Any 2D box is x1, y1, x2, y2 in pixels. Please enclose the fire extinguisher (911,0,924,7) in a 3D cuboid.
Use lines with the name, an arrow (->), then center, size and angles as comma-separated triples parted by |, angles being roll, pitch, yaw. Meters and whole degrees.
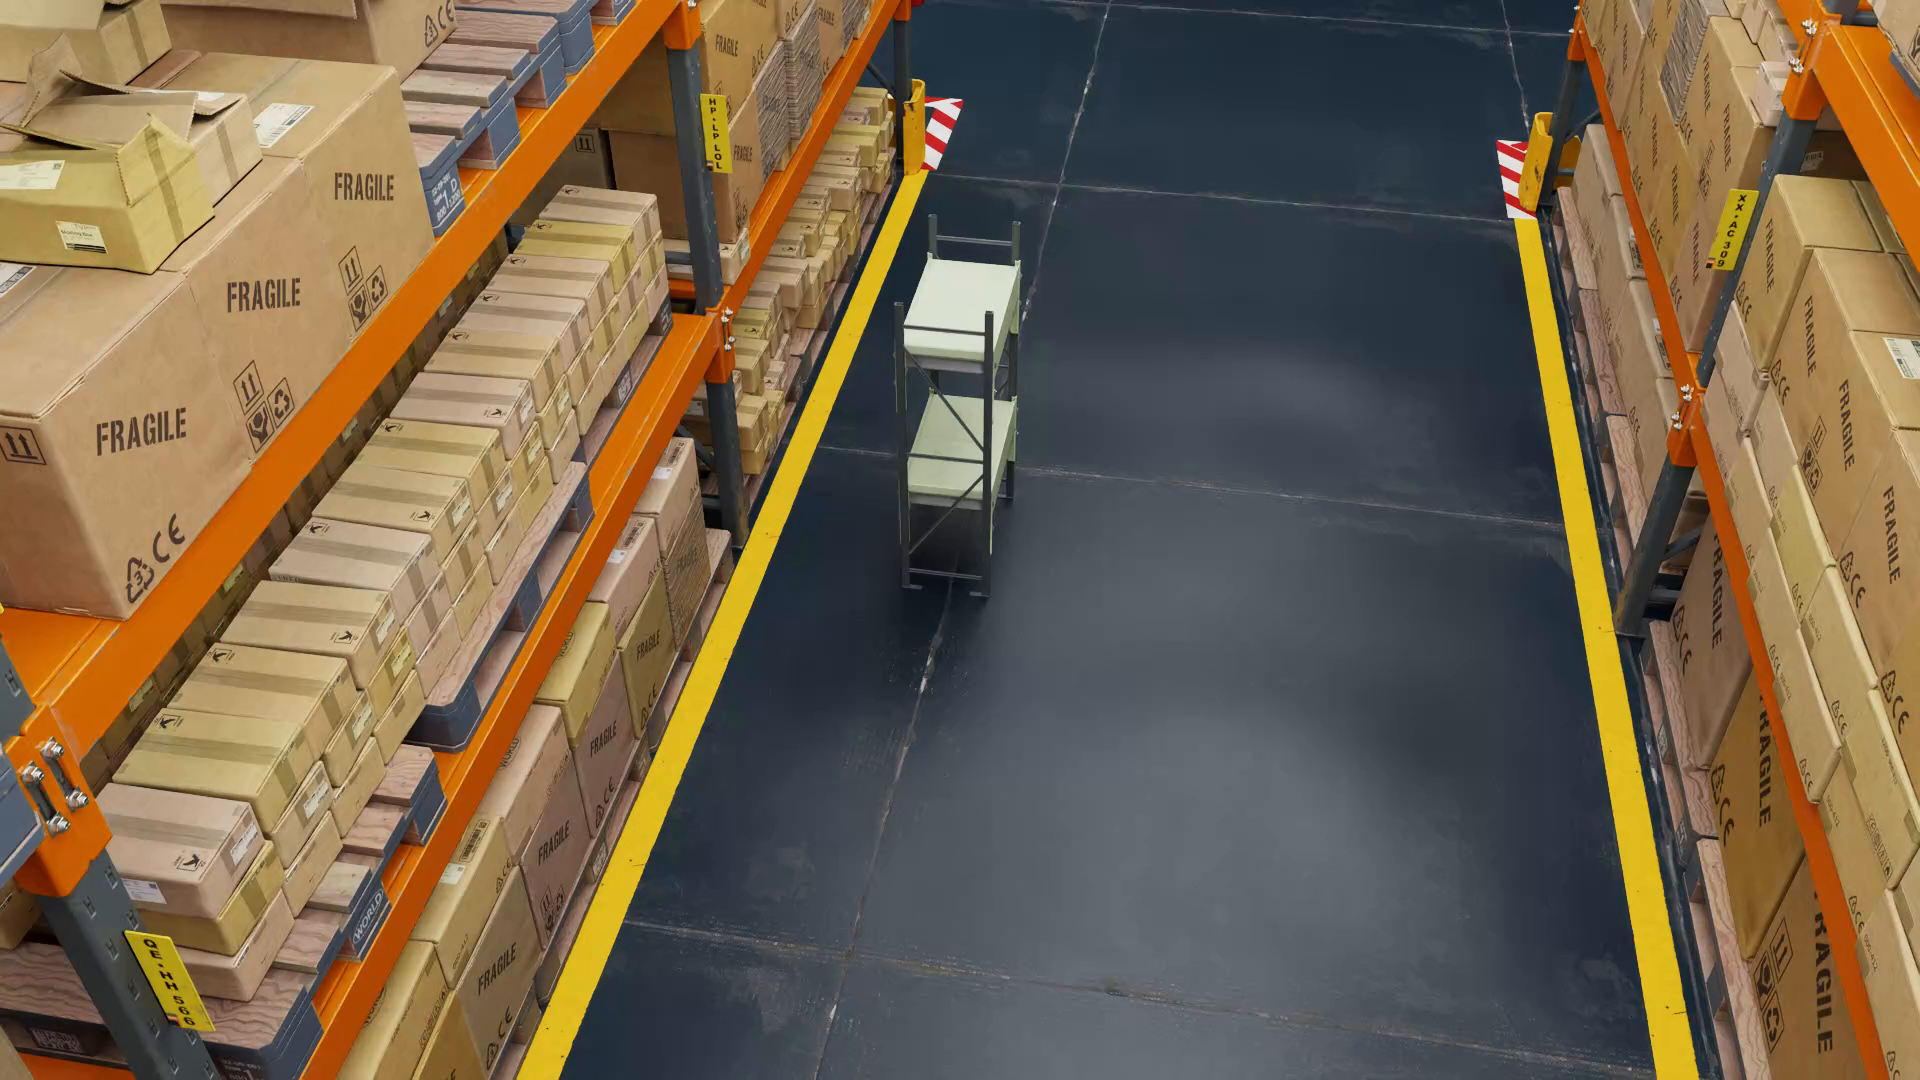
fire extinguisher -> -0.310, -3.644, 10.253 | 0.296, 0.674, 0.183 | 6, 40, 8

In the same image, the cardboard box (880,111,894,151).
cardboard box -> -0.618, -2.525, 10.221 | 0.380, 0.149, 0.250 | 5, 40, 6

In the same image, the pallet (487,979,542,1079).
pallet -> -2.055, 1.895, 5.389 | 1.003, 0.211, 1.213 | 6, 40, 8

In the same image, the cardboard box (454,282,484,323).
cardboard box -> -2.063, -0.894, 6.441 | 0.380, 0.149, 0.250 | 7, 40, 8

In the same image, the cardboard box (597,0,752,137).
cardboard box -> -1.182, -1.995, 6.809 | 0.500, 0.500, 0.500 | 7, 40, 9

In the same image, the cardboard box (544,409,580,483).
cardboard box -> -1.549, -0.342, 5.774 | 0.380, 0.149, 0.250 | 5, 40, 6

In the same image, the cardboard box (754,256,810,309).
cardboard box -> -0.988, -1.333, 8.546 | 0.380, 0.149, 0.250 | 7, 40, 9

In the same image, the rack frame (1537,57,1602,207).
rack frame -> 4.085, -3.228, 9.397 | 1.000, 3.000, 0.127 | 6, 40, 8

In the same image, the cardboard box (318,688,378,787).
cardboard box -> -1.823, 0.511, 4.508 | 0.380, 0.149, 0.250 | 5, 40, 6

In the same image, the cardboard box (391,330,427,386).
cardboard box -> -2.153, -0.695, 5.967 | 0.380, 0.149, 0.250 | 5, 40, 6

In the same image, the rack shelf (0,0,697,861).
rack shelf -> -1.846, -0.823, 4.699 | 1.077, 0.370, 4.000 | 6, 40, 8

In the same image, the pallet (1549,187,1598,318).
pallet -> 4.024, -1.643, 9.668 | 1.003, 0.211, 1.213 | 6, 40, 8

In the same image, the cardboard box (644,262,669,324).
cardboard box -> -1.374, -0.994, 6.562 | 0.380, 0.149, 0.250 | 6, 40, 7

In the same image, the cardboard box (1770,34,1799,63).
cardboard box -> 3.285, -1.773, 6.265 | 0.380, 0.149, 0.250 | 7, 40, 9

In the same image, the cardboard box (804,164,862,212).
cardboard box -> -0.768, -1.984, 9.334 | 0.380, 0.149, 0.250 | 8, 40, 9

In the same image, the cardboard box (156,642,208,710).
cardboard box -> -2.424, 0.412, 4.862 | 0.380, 0.149, 0.250 | 6, 40, 7

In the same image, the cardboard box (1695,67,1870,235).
cardboard box -> 3.203, -1.468, 6.405 | 0.500, 0.500, 0.500 | 6, 40, 7

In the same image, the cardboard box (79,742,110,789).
cardboard box -> -2.510, 0.603, 4.398 | 0.380, 0.149, 0.250 | 8, 40, 9

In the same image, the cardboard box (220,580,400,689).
cardboard box -> -1.784, 0.259, 4.580 | 0.380, 0.149, 0.250 | 5, 40, 6

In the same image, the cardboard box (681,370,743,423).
cardboard box -> -1.236, -0.686, 7.763 | 0.380, 0.149, 0.250 | 8, 40, 9

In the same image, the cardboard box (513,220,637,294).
cardboard box -> -1.423, -1.052, 6.166 | 0.380, 0.149, 0.250 | 5, 40, 6

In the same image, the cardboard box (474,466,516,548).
cardboard box -> -1.646, -0.128, 5.282 | 0.380, 0.149, 0.250 | 8, 40, 9

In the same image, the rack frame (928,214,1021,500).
rack frame -> 0.062, -0.804, 7.642 | 0.400, 1.500, 0.023 | 6, 40, 8

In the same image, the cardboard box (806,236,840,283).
cardboard box -> -0.866, -1.538, 9.027 | 0.380, 0.149, 0.250 | 7, 40, 8

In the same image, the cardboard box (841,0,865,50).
cardboard box -> -0.804, -2.911, 8.702 | 0.500, 0.500, 0.500 | 7, 40, 8

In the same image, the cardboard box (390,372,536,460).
cardboard box -> -1.603, -0.403, 5.381 | 0.380, 0.149, 0.250 | 5, 40, 6

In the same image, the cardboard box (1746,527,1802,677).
cardboard box -> 2.864, 0.232, 5.330 | 0.500, 0.250, 0.500 | 6, 40, 7

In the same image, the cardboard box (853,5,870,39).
cardboard box -> -0.715, -2.904, 9.202 | 0.380, 0.149, 0.250 | 7, 40, 9

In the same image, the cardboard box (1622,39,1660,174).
cardboard box -> 3.483, -2.043, 7.885 | 0.500, 0.500, 0.500 | 8, 40, 9

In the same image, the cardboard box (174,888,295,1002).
cardboard box -> -1.916, 0.987, 4.167 | 0.380, 0.149, 0.250 | 6, 40, 7

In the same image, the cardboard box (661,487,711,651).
cardboard box -> -1.380, 0.094, 7.011 | 0.500, 0.500, 0.500 | 6, 40, 7

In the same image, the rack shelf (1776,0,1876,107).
rack shelf -> 3.739, -2.851, 7.152 | 1.077, 0.370, 4.000 | 6, 40, 8

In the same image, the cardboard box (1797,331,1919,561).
cardboard box -> 2.884, -0.260, 4.944 | 0.500, 0.500, 0.500 | 5, 40, 7

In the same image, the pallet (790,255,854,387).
pallet -> -1.210, -1.318, 9.276 | 1.003, 0.211, 1.213 | 6, 40, 8

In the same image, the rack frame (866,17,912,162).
rack frame -> -0.808, -3.710, 9.980 | 1.000, 3.000, 0.127 | 6, 40, 8

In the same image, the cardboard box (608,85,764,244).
cardboard box -> -1.166, -1.636, 7.160 | 0.500, 0.500, 0.500 | 6, 40, 7

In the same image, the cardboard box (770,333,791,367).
cardboard box -> -1.088, -0.950, 8.549 | 0.380, 0.149, 0.250 | 6, 40, 7

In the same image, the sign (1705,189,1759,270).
sign -> 2.846, -1.142, 6.132 | 0.100, 0.325, 0.005 | 6, 40, 8

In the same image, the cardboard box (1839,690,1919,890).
cardboard box -> 2.688, 0.680, 4.395 | 0.500, 0.250, 0.500 | 5, 40, 7

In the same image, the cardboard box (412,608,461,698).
cardboard box -> -1.734, 0.312, 4.983 | 0.380, 0.149, 0.250 | 8, 40, 9

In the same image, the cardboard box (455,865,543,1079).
cardboard box -> -1.735, 1.380, 5.455 | 0.500, 0.500, 0.500 | 7, 40, 8

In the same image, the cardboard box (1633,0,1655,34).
cardboard box -> 3.558, -2.733, 7.935 | 0.500, 0.500, 0.500 | 6, 40, 7

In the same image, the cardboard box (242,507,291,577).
cardboard box -> -2.334, -0.039, 5.174 | 0.380, 0.149, 0.250 | 7, 40, 9

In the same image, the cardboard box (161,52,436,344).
cardboard box -> -1.670, -0.842, 4.079 | 0.500, 0.500, 0.500 | 6, 40, 8

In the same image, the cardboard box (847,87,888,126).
cardboard box -> -0.650, -2.642, 10.130 | 0.380, 0.149, 0.250 | 7, 40, 8

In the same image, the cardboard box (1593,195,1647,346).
cardboard box -> 3.919, -1.402, 8.869 | 0.875, 0.438, 0.875 | 7, 40, 9

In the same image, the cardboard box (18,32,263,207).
cardboard box -> -1.756, -0.891, 3.537 | 0.396, 0.266, 0.258 | 6, 40, 8

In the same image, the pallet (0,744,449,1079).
pallet -> -2.174, 0.925, 4.524 | 1.213, 0.211, 1.003 | 6, 40, 8

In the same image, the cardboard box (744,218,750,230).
cardboard box -> -1.157, -1.415, 7.401 | 0.380, 0.149, 0.250 | 7, 40, 9

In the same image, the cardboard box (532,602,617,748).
cardboard box -> -1.559, 0.462, 5.977 | 0.500, 0.250, 0.500 | 5, 40, 6

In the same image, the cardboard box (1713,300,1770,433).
cardboard box -> 3.039, -0.607, 5.953 | 0.500, 0.250, 0.500 | 5, 40, 6

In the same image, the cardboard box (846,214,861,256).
cardboard box -> -0.781, -1.768, 9.539 | 0.380, 0.149, 0.250 | 5, 40, 6

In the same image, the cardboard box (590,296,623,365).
cardboard box -> -1.464, -0.787, 6.079 | 0.380, 0.149, 0.250 | 8, 40, 10

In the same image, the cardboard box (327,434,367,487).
cardboard box -> -2.242, -0.248, 5.661 | 0.380, 0.149, 0.250 | 6, 40, 7

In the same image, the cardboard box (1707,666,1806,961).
cardboard box -> 3.216, 0.905, 5.736 | 0.875, 0.875, 0.875 | 7, 40, 9

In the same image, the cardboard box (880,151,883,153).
cardboard box -> -0.693, -2.420, 10.327 | 0.380, 0.149, 0.250 | 7, 40, 8

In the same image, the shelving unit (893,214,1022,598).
shelving unit -> -0.001, -0.574, 7.364 | 0.431, 1.500, 0.755 | 6, 40, 8
